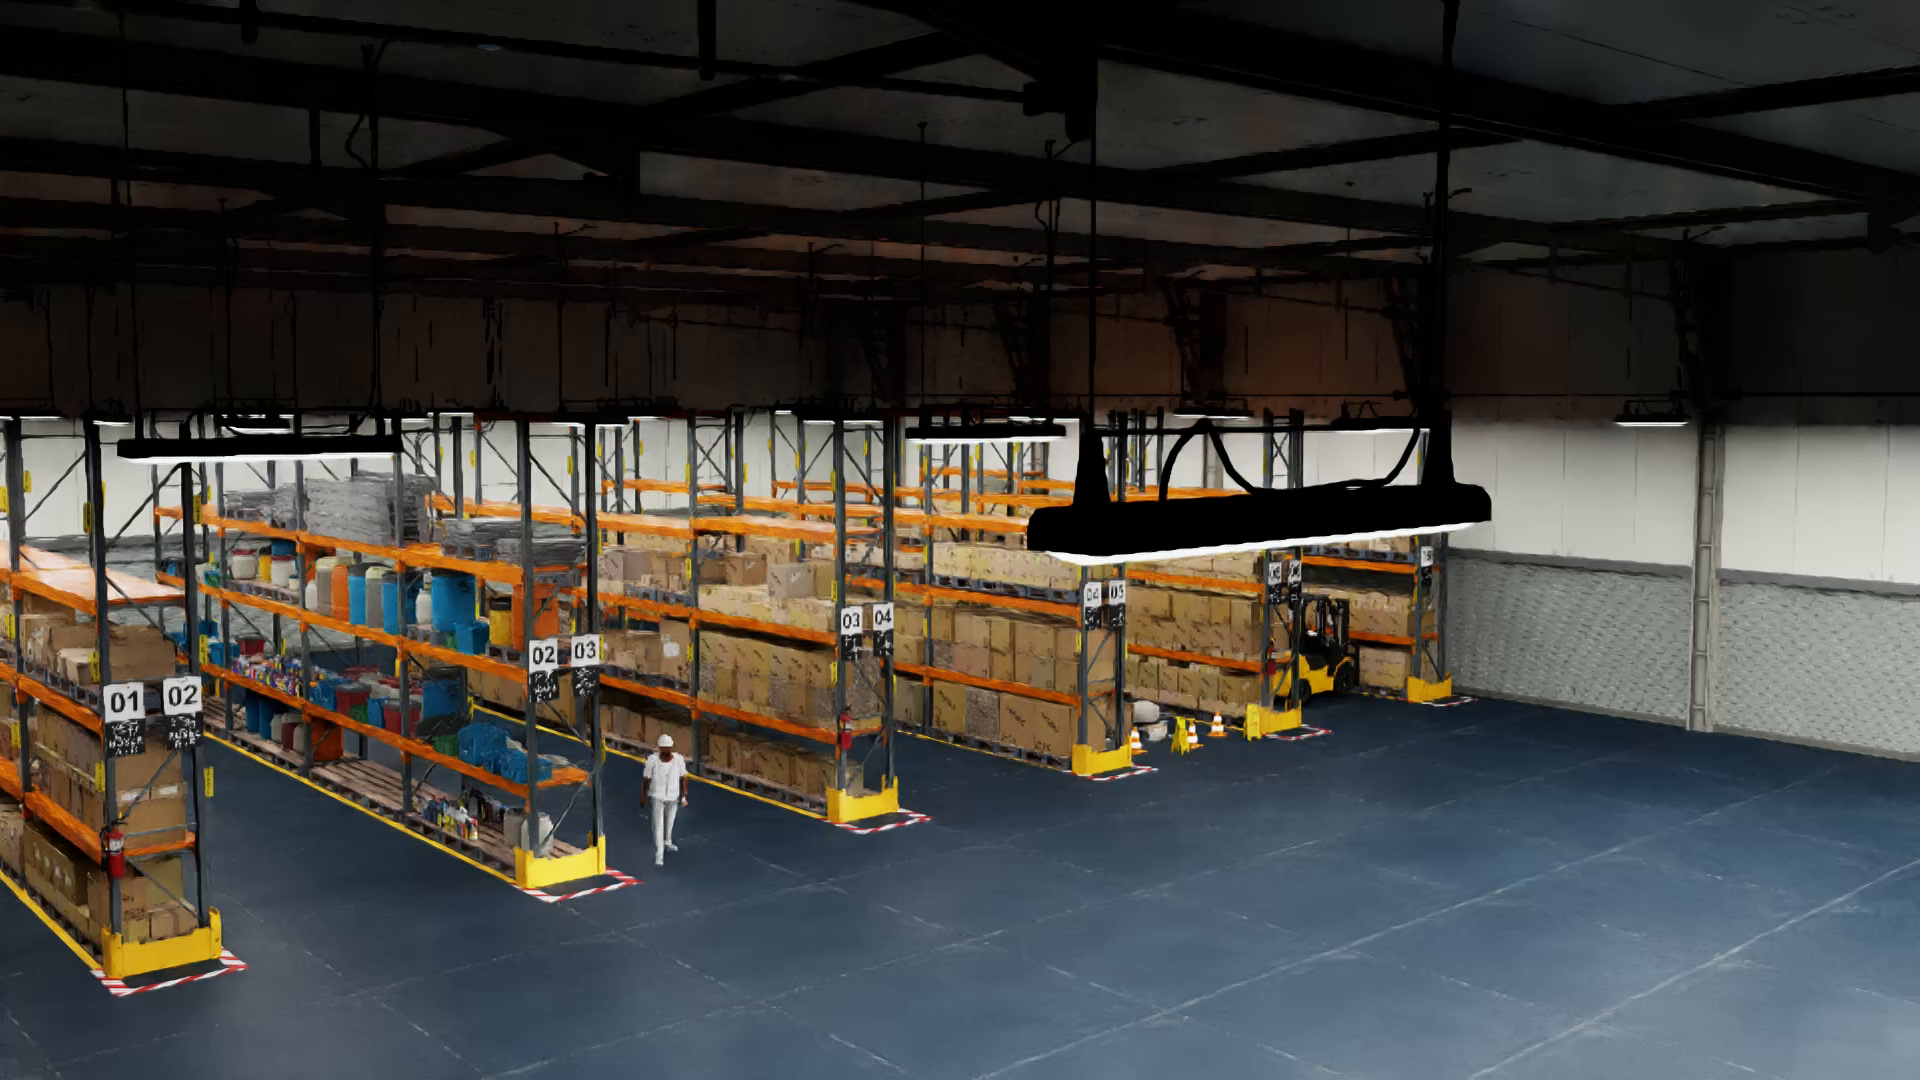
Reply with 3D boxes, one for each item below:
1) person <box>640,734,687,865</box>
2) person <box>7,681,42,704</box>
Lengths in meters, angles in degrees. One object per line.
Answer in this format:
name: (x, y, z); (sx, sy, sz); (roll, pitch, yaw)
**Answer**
person: (-4.011, 3.484, 22.612); (0.620, 1.718, 0.943); (-2, 5, -24)
person: (-19.010, 2.542, 33.577); (0.562, 1.661, 0.690); (0, 5, -5)
